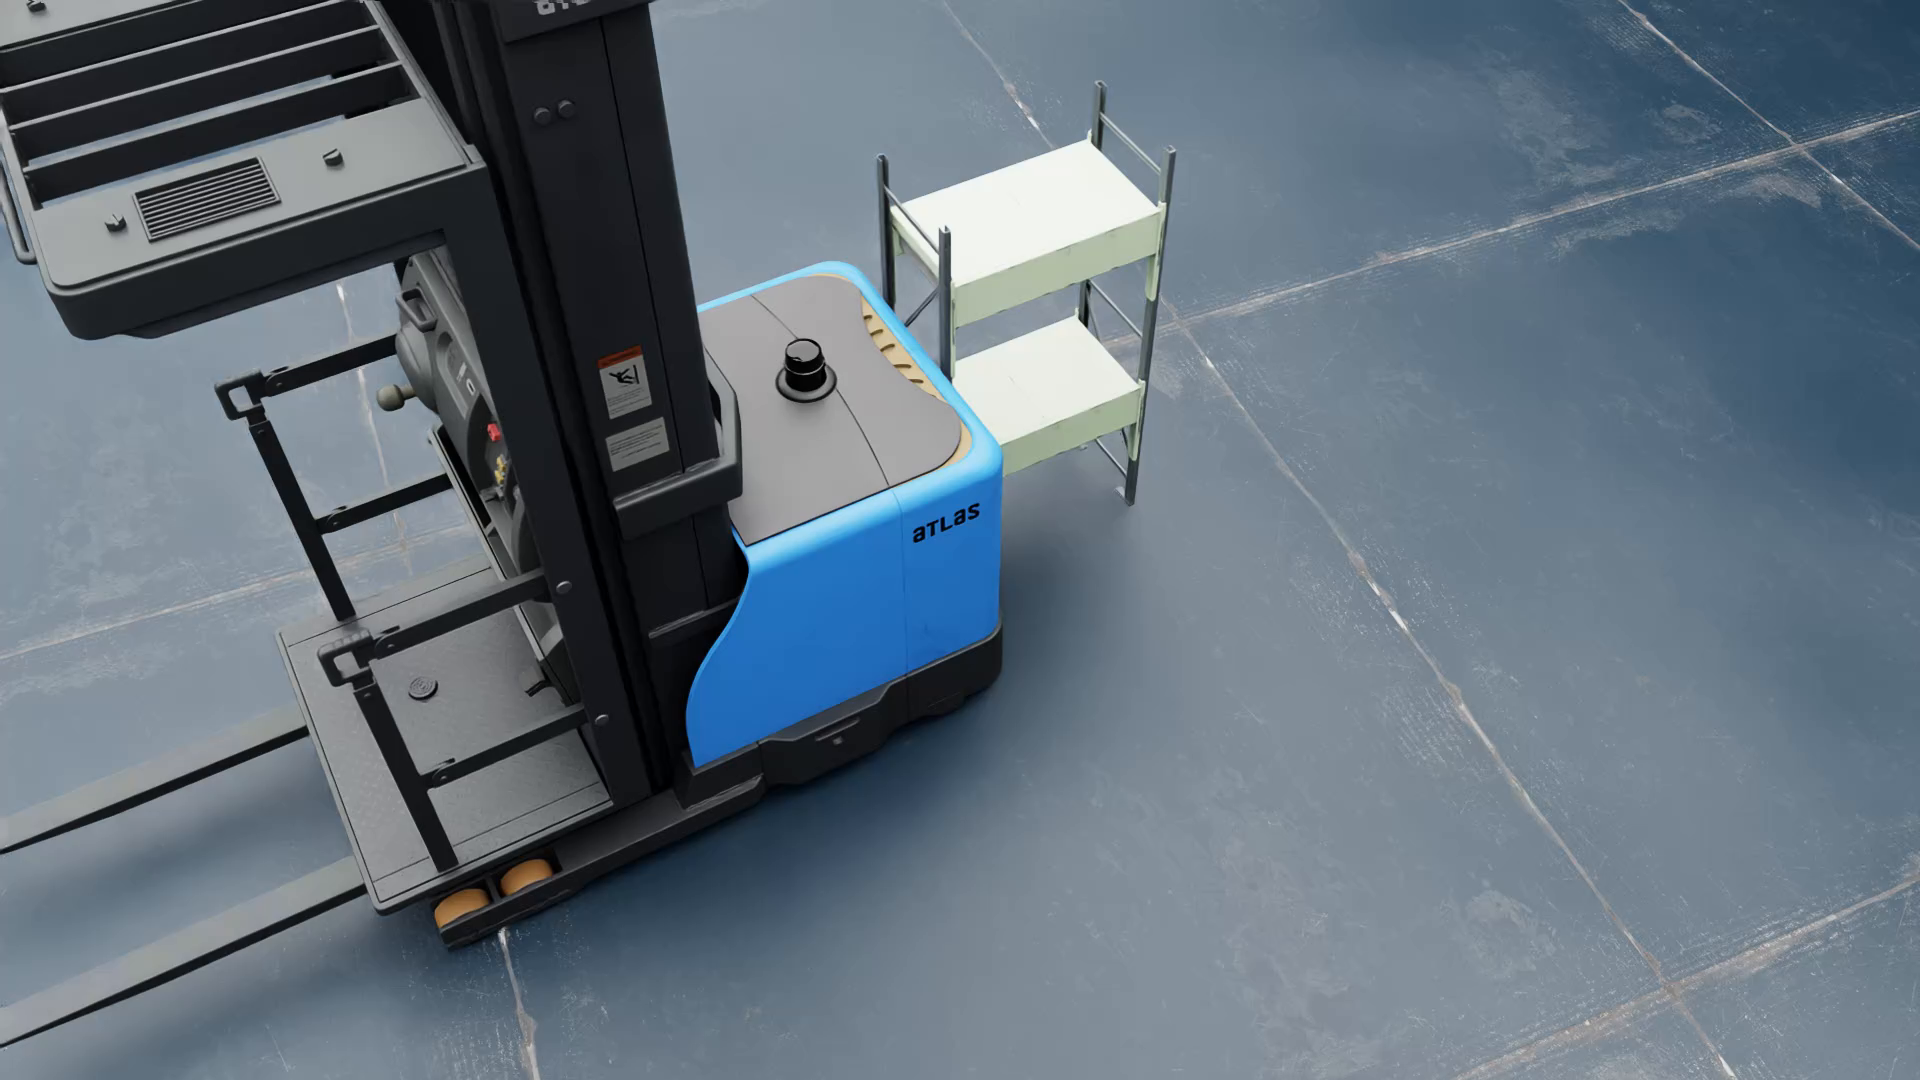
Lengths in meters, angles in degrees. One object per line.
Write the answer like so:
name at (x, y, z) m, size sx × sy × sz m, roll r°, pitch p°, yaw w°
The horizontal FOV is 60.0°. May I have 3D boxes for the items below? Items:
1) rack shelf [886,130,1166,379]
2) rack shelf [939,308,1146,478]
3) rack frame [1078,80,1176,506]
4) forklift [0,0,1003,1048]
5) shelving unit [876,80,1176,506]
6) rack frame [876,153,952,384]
rack shelf at (0.188, -0.863, 4.988) m, size 0.720 × 0.370 × 0.431 m, roll -23°, pitch 53°, yaw -19°
rack shelf at (0.188, -0.396, 5.531) m, size 0.720 × 0.370 × 0.431 m, roll -23°, pitch 53°, yaw -19°
rack frame at (0.507, -0.745, 5.401) m, size 0.023 × 1.500 × 0.400 m, roll -23°, pitch 53°, yaw -19°
forklift at (-1.406, -0.266, 4.046) m, size 3.031 × 2.935 × 1.130 m, roll -23°, pitch 53°, yaw -19°
shelving unit at (0.188, -0.609, 5.284) m, size 0.755 × 1.500 × 0.431 m, roll -23°, pitch 53°, yaw -19°
rack frame at (-0.131, -0.473, 5.167) m, size 0.023 × 1.500 × 0.400 m, roll -23°, pitch 53°, yaw -19°
